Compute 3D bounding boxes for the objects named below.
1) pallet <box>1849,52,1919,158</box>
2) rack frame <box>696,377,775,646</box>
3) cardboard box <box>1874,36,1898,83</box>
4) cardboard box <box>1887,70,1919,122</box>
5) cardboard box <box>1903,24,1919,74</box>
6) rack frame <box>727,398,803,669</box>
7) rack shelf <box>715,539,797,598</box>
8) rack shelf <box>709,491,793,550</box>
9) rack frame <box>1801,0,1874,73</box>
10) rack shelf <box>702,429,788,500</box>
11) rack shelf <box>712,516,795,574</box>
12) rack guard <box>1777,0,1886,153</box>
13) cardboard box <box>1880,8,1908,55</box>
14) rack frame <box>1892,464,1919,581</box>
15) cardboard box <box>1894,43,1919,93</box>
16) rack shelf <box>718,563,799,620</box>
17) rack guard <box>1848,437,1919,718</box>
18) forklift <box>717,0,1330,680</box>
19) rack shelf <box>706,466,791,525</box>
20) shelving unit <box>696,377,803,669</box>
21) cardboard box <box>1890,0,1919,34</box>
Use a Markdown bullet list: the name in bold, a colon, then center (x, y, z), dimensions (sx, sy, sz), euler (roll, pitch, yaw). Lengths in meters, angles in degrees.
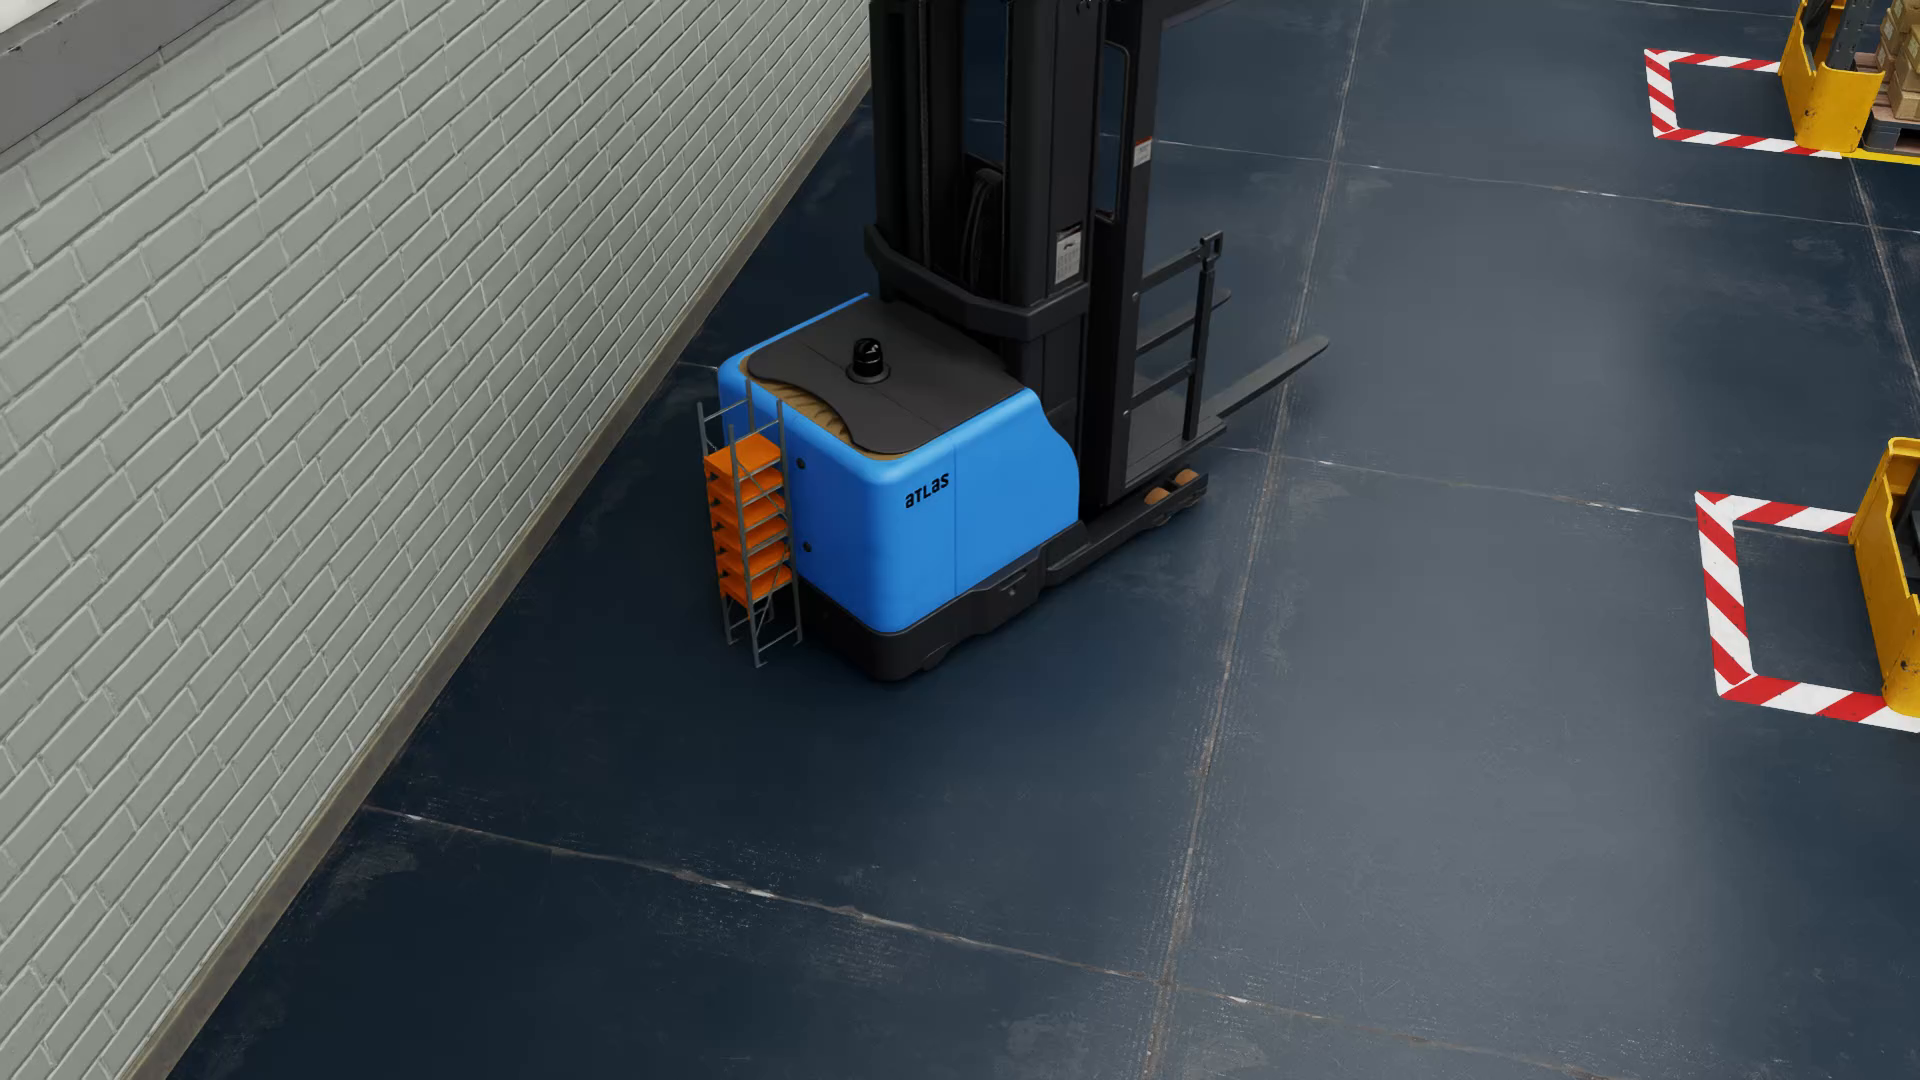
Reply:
- **pallet**: center (6.166, -2.639, 10.228), dimensions (1.213, 0.211, 1.003), euler (10, 41, 11)
- **rack frame**: center (-0.856, -0.083, 6.415), dimensions (0.240, 1.200, 0.006), euler (-31, 49, -32)
- **cardboard box**: center (5.879, -2.987, 10.365), dimensions (0.250, 0.149, 0.380), euler (10, 41, 12)
- **cardboard box**: center (5.740, -2.659, 9.974), dimensions (0.250, 0.149, 0.380), euler (11, 41, 12)
- **cardboard box**: center (5.735, -2.875, 9.768), dimensions (0.250, 0.149, 0.380), euler (8, 41, 9)
- **rack frame**: center (-0.730, 0.003, 6.313), dimensions (0.240, 1.200, 0.006), euler (-31, 49, -32)
- **rack shelf**: center (-0.792, 0.086, 6.470), dimensions (0.258, 0.103, 0.180), euler (-31, 49, -32)
- **rack shelf**: center (-0.793, -0.098, 6.315), dimensions (0.258, 0.103, 0.180), euler (-31, 49, -32)
- **rack frame**: center (5.317, -3.876, 9.533), dimensions (0.127, 3.000, 1.000), euler (10, 41, 11)
- **rack shelf**: center (-0.794, -0.281, 6.161), dimensions (0.258, 0.103, 0.180), euler (-31, 49, -32)
- **rack shelf**: center (-0.793, -0.006, 6.393), dimensions (0.258, 0.103, 0.180), euler (-31, 49, -32)
- **rack guard**: center (5.390, -2.906, 10.322), dimensions (0.348, 0.500, 1.175), euler (10, 41, 11)
- **cardboard box**: center (5.901, -3.149, 10.326), dimensions (0.250, 0.149, 0.380), euler (9, 41, 10)
- **rack frame**: center (3.937, -0.812, 5.884), dimensions (0.127, 3.000, 1.000), euler (10, 41, 11)
- **cardboard box**: center (5.757, -2.813, 9.926), dimensions (0.250, 0.149, 0.380), euler (11, 41, 13)
- **rack shelf**: center (-0.792, 0.177, 6.548), dimensions (0.258, 0.103, 0.180), euler (-31, 49, -32)
- **rack guard**: center (3.914, 0.142, 6.693), dimensions (0.348, 0.500, 1.175), euler (10, 41, 11)
- **forklift**: center (0.465, -1.405, 6.643), dimensions (3.031, 2.935, 1.130), euler (-31, 49, -32)
- **rack shelf**: center (-0.793, -0.190, 6.238), dimensions (0.258, 0.103, 0.180), euler (-31, 49, -32)
- **shelving unit**: center (-0.793, -0.040, 6.364), dimensions (0.258, 1.200, 0.189), euler (-31, 49, -32)
- **cardboard box**: center (5.894, -3.243, 10.206), dimensions (0.250, 0.149, 0.380), euler (10, 41, 12)
